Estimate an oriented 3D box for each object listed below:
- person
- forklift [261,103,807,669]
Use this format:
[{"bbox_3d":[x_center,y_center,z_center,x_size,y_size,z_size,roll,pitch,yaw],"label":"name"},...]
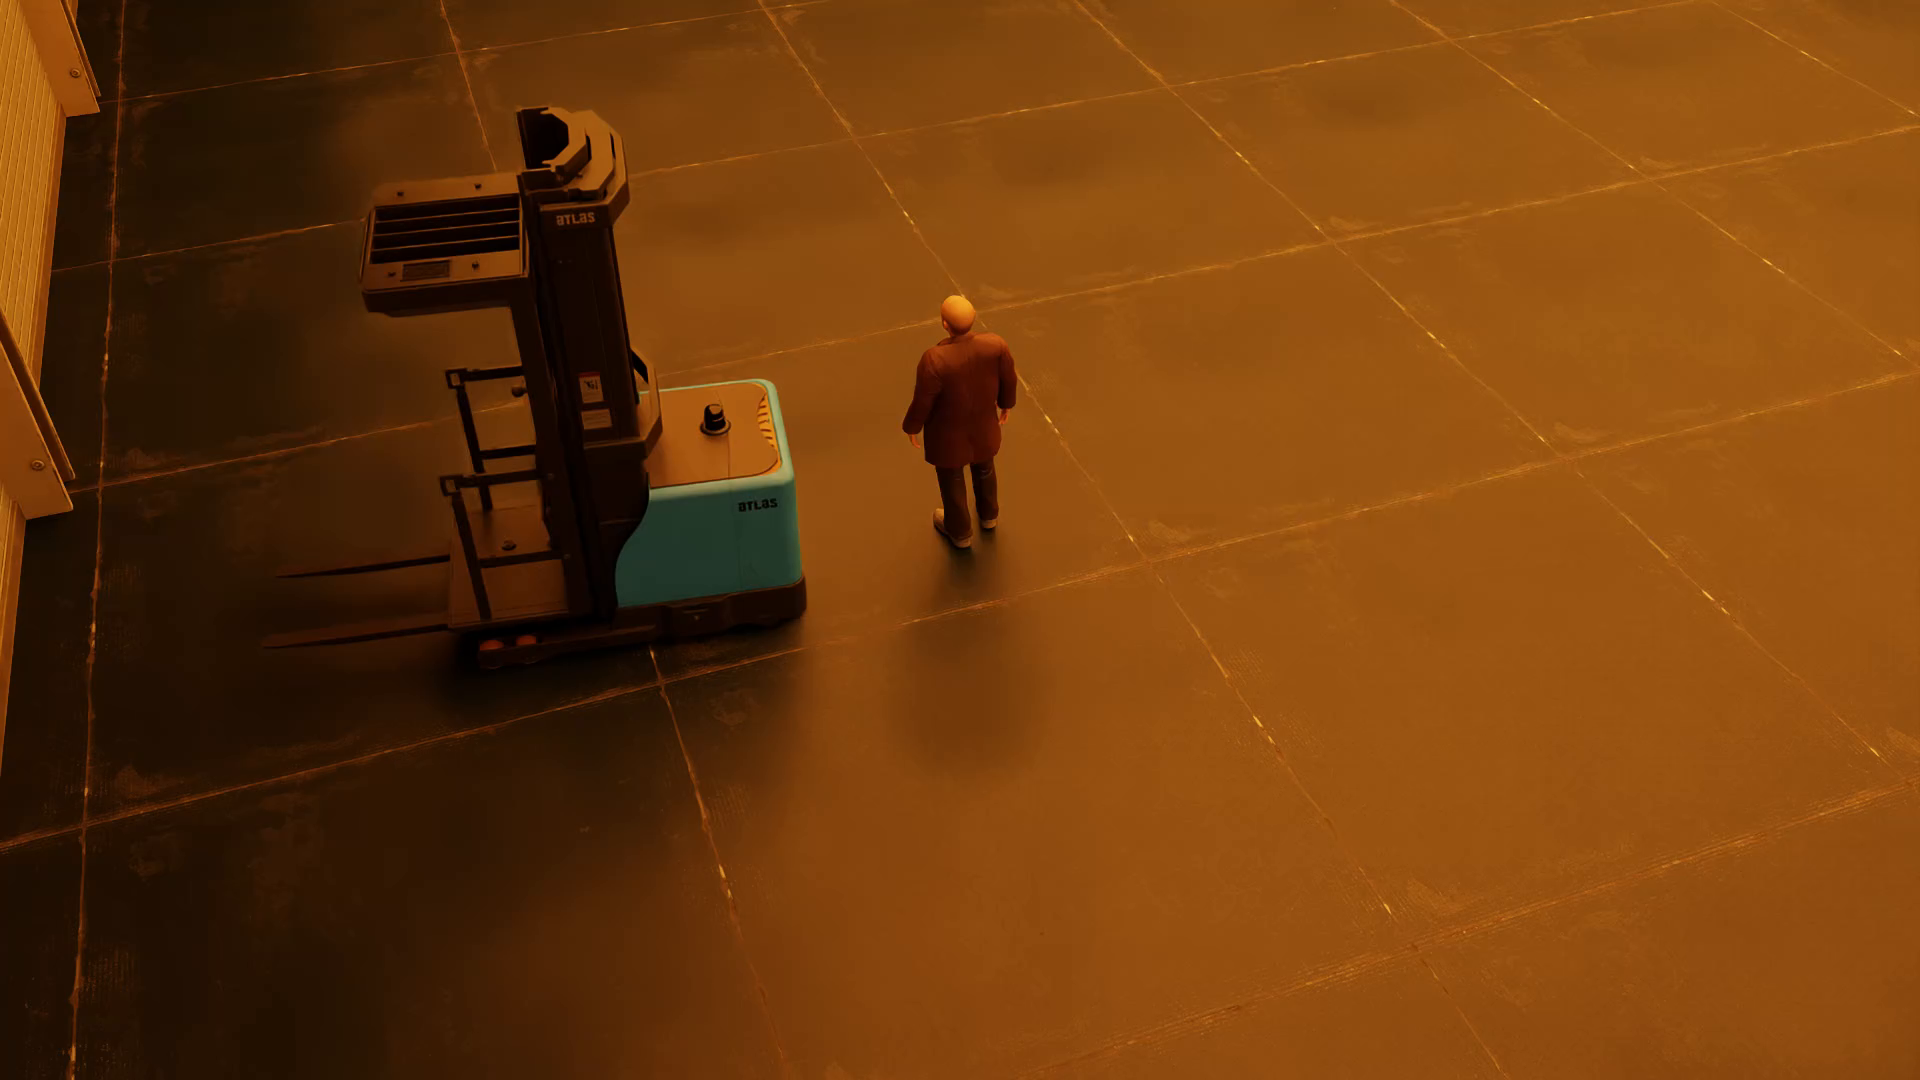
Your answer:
[{"bbox_3d":[-0.025,-0.745,9.769,0.691,1.777,0.575,-13,42,-15],"label":"person"},{"bbox_3d":[-2.463,-0.765,8.908,3.031,2.935,1.130,-8,41,-9],"label":"forklift"}]
